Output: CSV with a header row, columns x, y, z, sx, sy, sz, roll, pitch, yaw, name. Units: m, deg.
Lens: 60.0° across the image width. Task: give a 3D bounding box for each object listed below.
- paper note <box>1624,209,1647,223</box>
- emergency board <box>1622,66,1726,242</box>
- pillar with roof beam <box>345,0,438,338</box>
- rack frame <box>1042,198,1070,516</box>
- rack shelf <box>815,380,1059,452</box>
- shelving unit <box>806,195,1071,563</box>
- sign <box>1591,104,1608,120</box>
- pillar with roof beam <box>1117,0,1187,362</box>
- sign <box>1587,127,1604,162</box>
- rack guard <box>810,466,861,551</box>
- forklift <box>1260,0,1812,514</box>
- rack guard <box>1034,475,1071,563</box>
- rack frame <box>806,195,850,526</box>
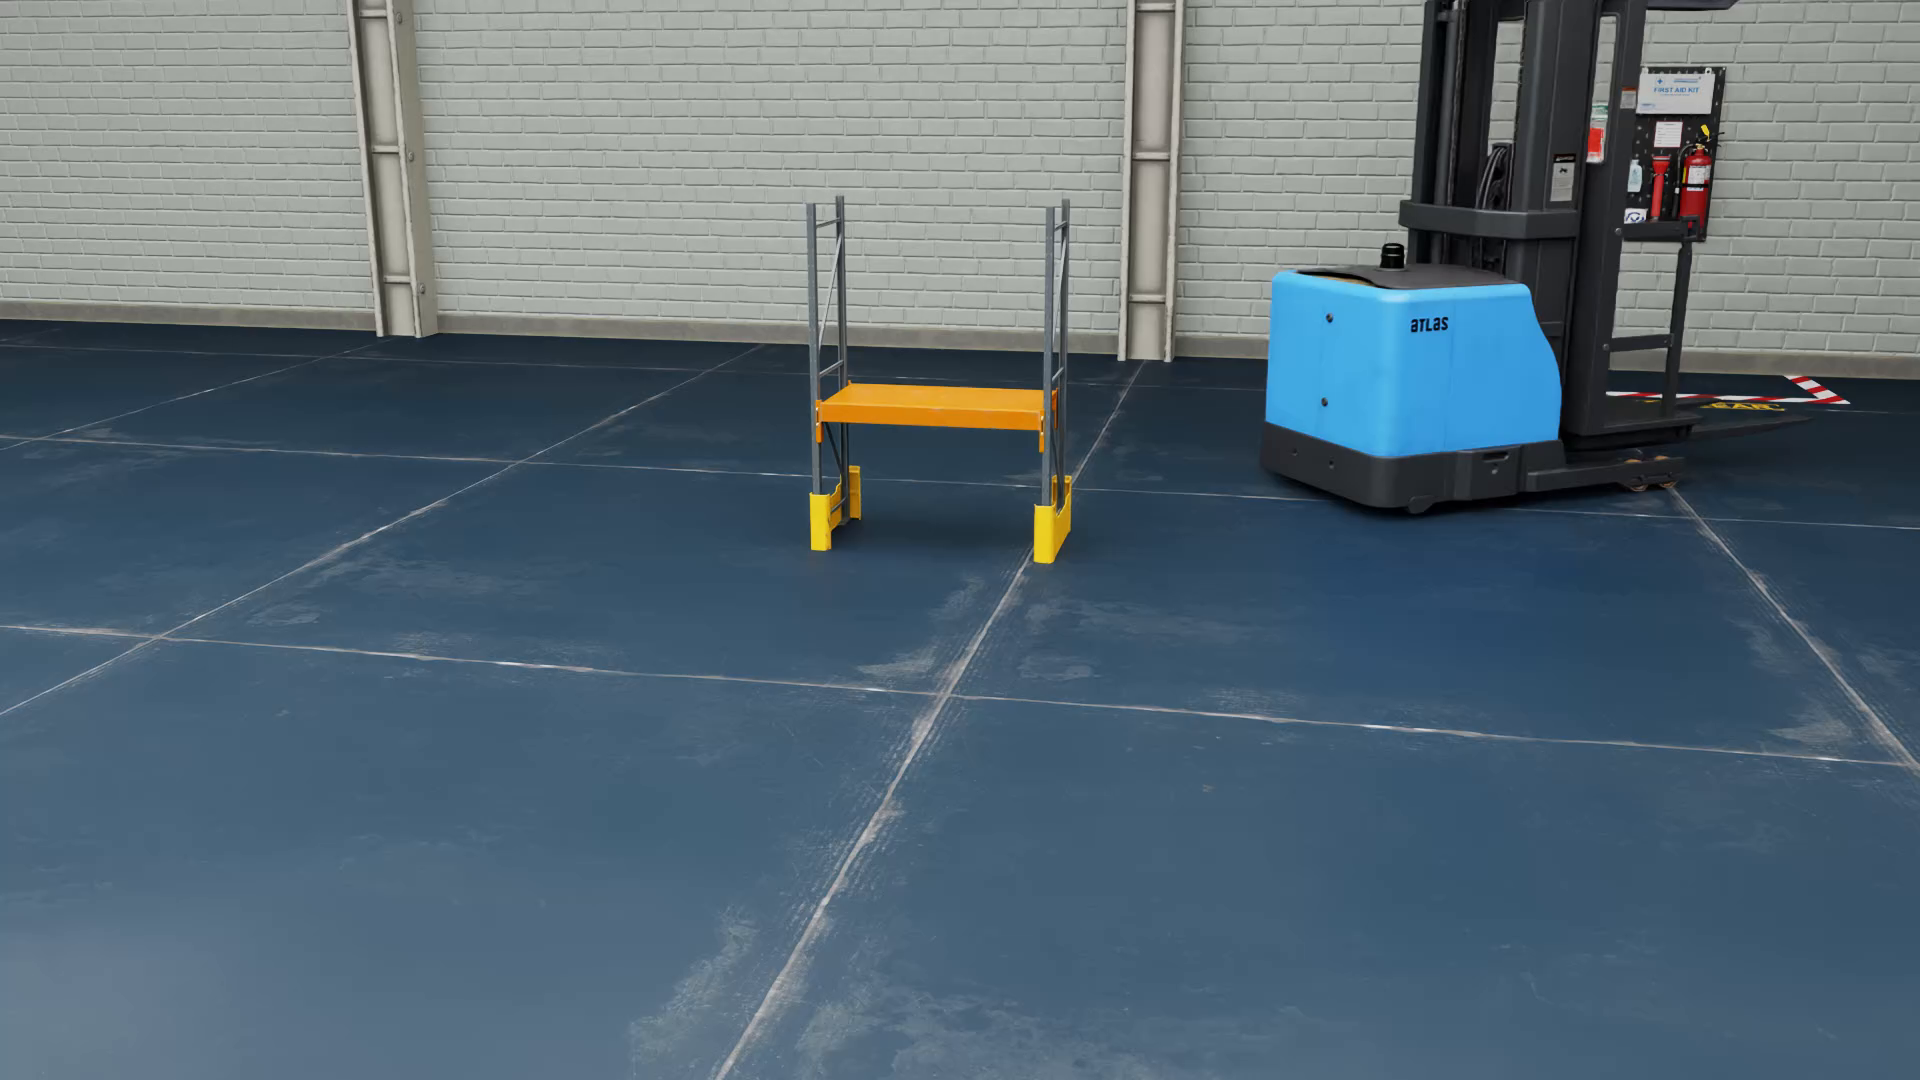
x,y,z,sx,sy,sz,roll,pitch,yaw,name
4.695,-2.228,11.565,0.142,0.148,0.016,3,16,11,paper note
4.854,-2.625,11.348,0.643,1.169,0.194,3,16,11,emergency board
-5.349,-4.886,8.276,0.400,9.000,9.100,3,16,11,pillar with roof beam
0.415,-0.700,7.211,0.032,1.500,0.500,3,16,11,rack frame
-0.084,-0.554,7.356,1.000,0.185,0.538,3,16,11,rack shelf
-0.075,-0.727,7.306,1.083,1.500,0.587,3,16,11,shelving unit
4.336,-2.951,11.467,0.331,0.109,0.001,3,16,11,sign
0.531,-4.567,7.123,0.400,9.000,9.100,3,16,11,pillar with roof beam
4.333,-2.698,11.547,0.234,0.329,0.001,3,16,11,sign
-0.563,-0.151,7.569,0.087,0.250,0.587,3,16,11,rack guard
3.115,-1.774,8.407,3.031,2.935,1.130,-7,17,-23,forklift
0.413,-0.098,7.378,0.087,0.250,0.587,3,16,11,rack guard
-0.582,-0.754,7.406,0.032,1.500,0.500,3,16,11,rack frame
